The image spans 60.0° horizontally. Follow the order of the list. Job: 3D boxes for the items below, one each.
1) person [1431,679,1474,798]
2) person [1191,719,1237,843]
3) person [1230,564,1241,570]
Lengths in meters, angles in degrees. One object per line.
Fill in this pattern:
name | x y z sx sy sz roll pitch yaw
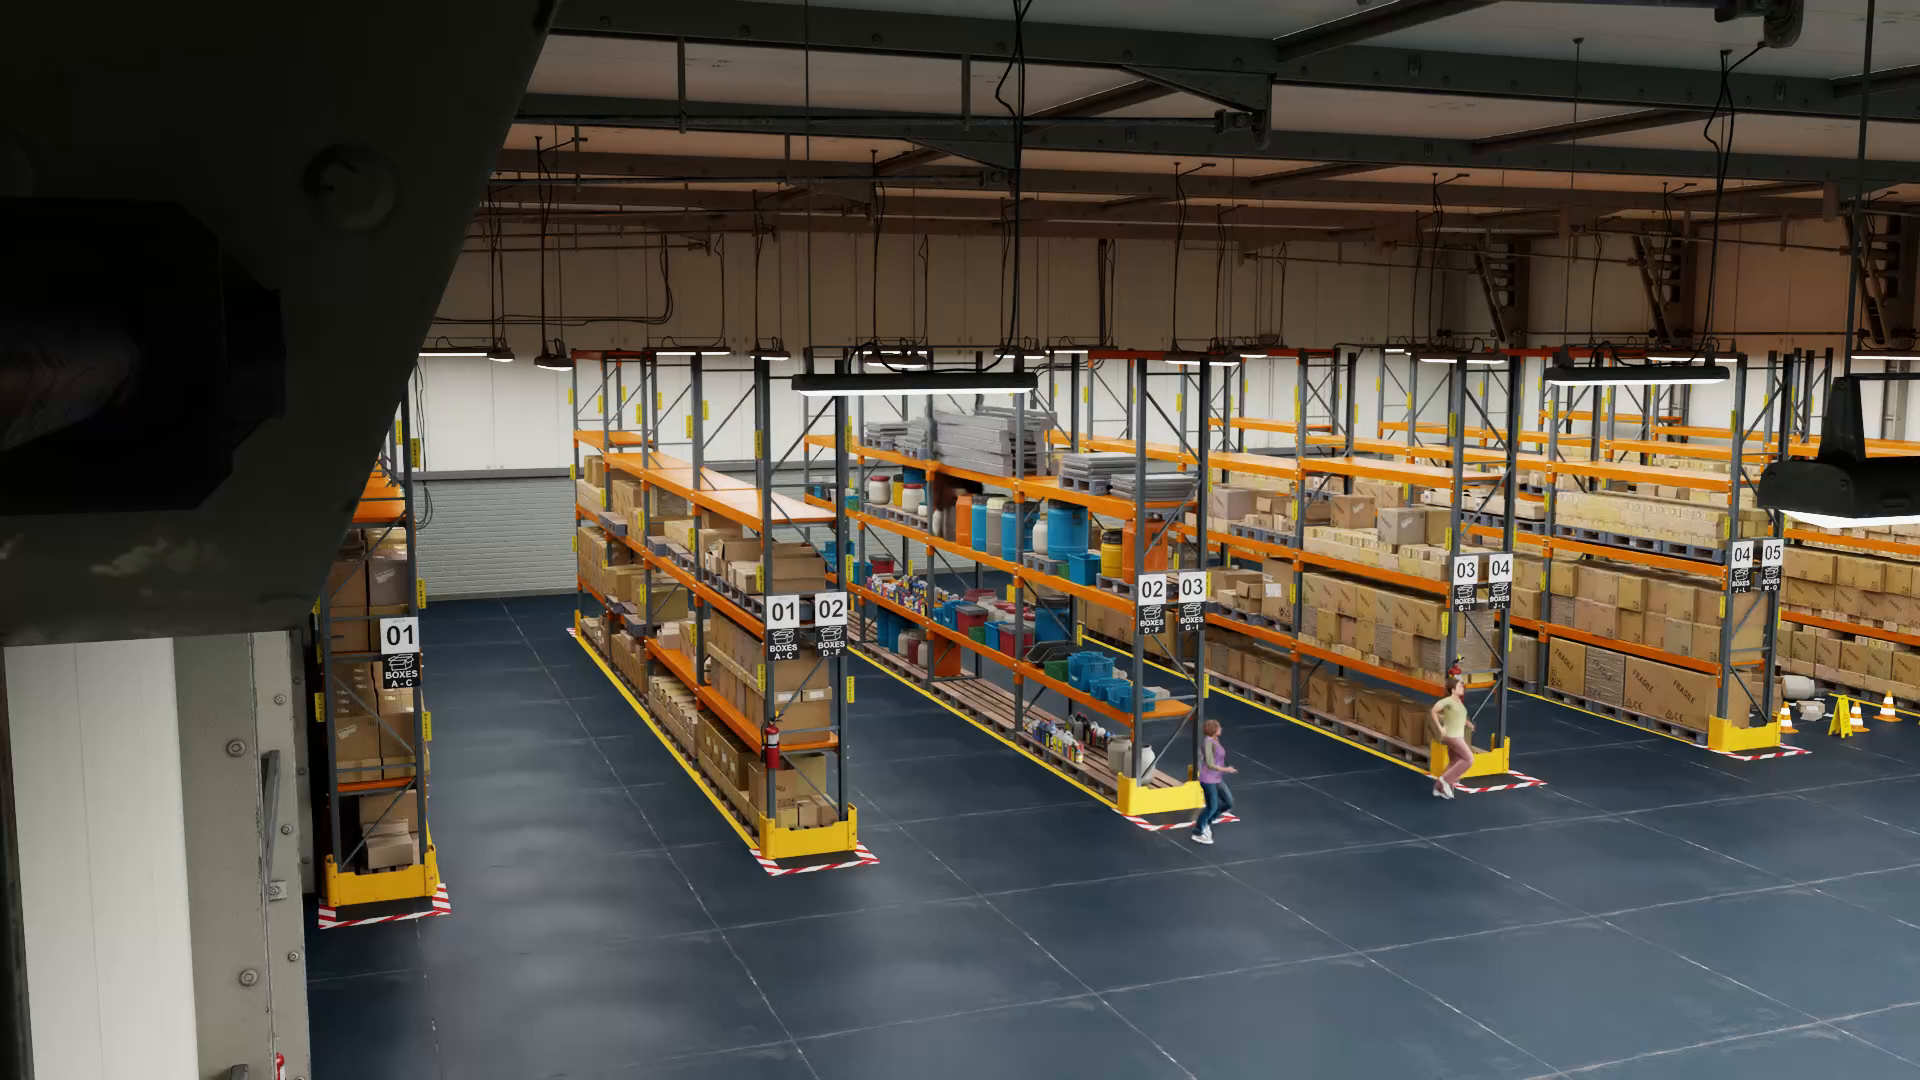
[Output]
person | 6.780 2.707 22.725 0.577 1.626 0.602 4 8 31
person | 3.176 2.994 20.669 0.563 1.570 0.573 3 8 22
person | 5.571 1.305 33.859 0.562 1.655 0.581 -3 8 -21
